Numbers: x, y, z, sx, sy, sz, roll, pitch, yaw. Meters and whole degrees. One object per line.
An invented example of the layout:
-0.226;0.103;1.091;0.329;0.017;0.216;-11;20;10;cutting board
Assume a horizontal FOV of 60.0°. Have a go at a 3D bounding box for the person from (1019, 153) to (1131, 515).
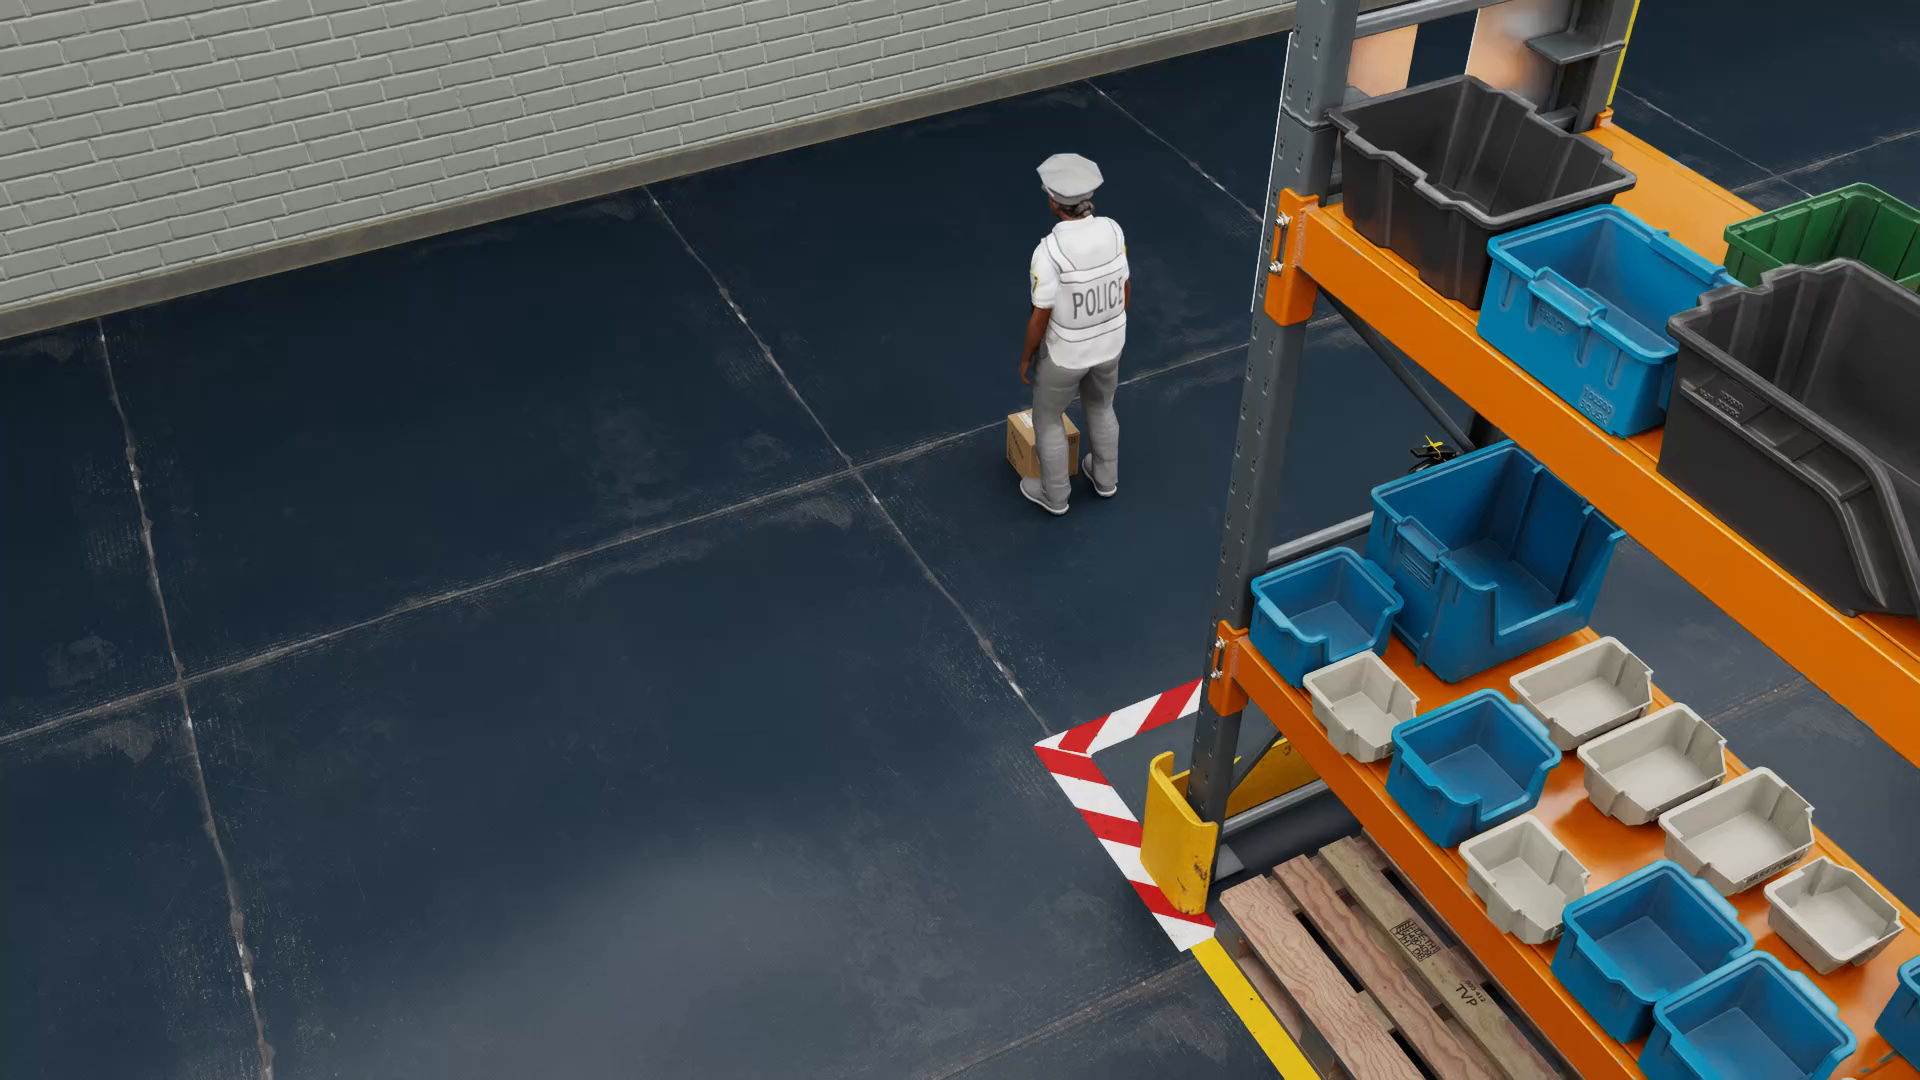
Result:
0.497;-0.833;7.099;0.527;1.662;0.393;-21;46;-22;person
